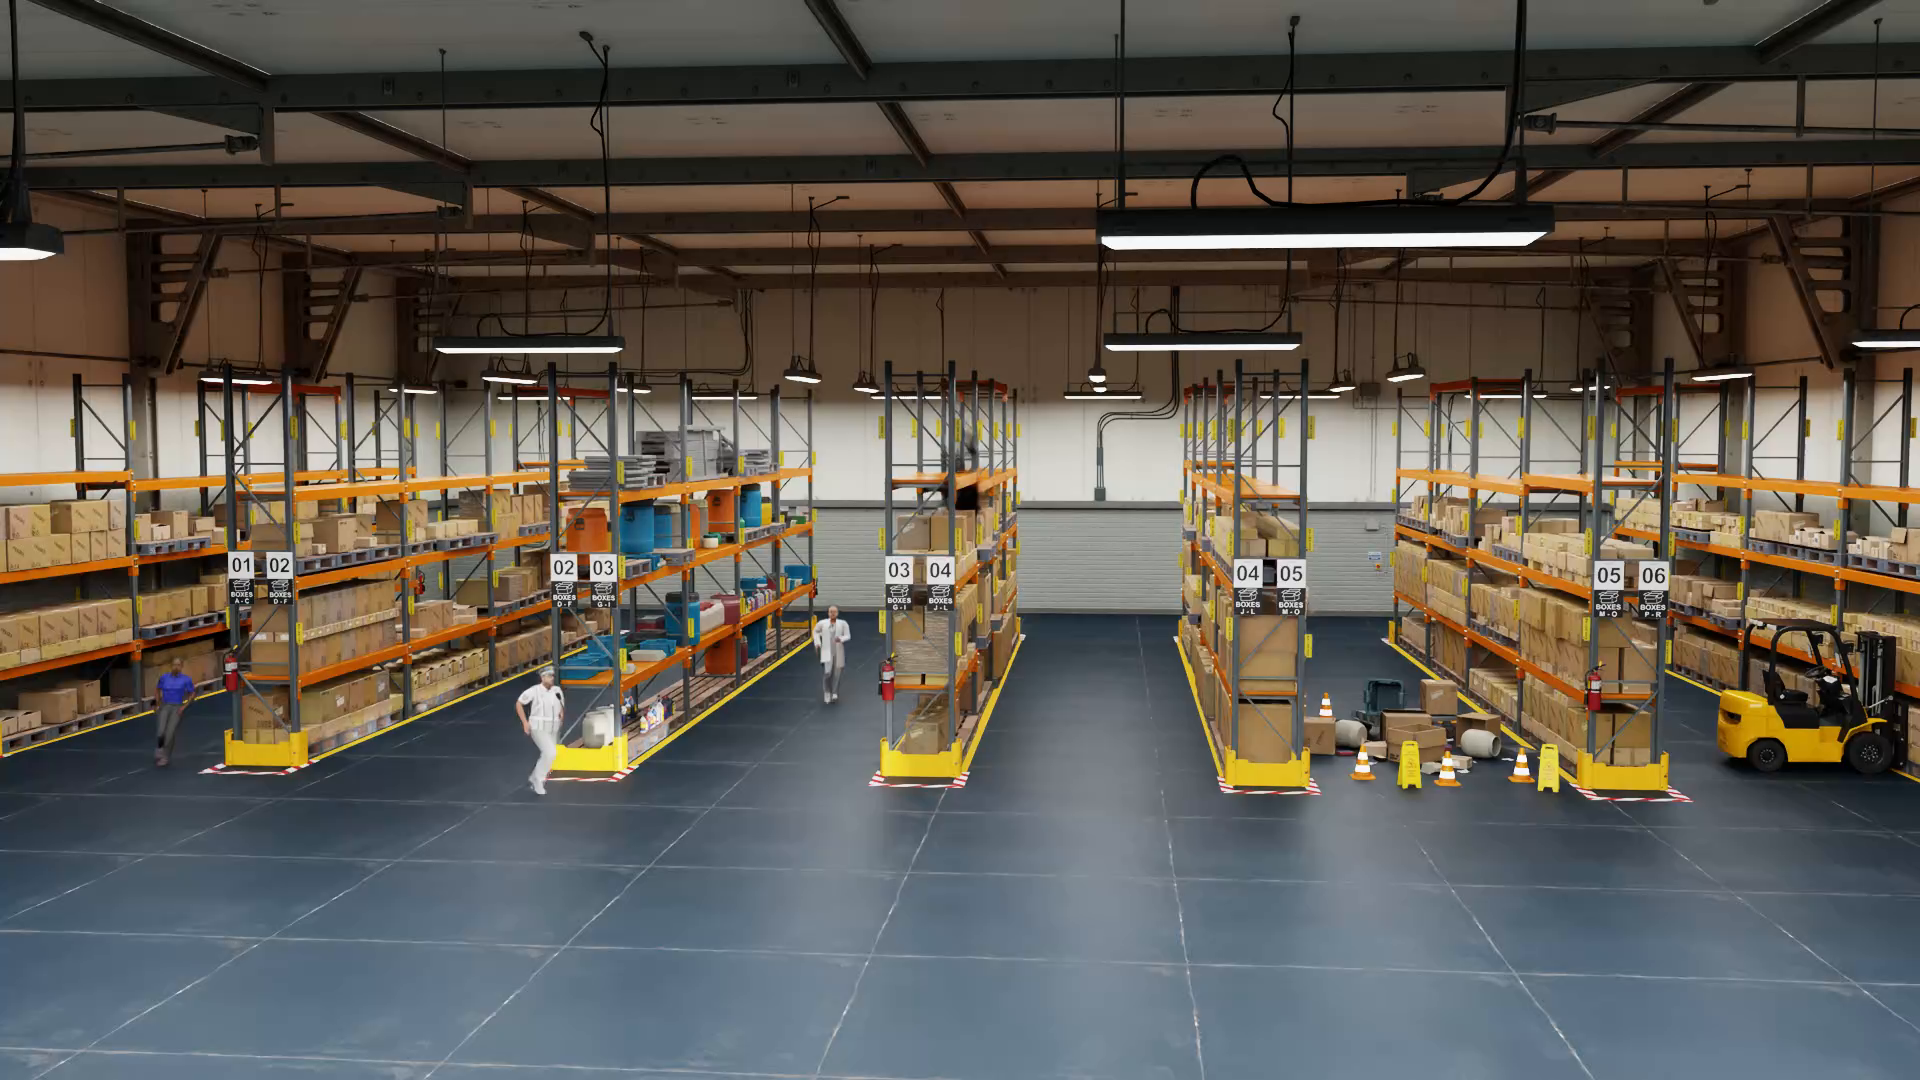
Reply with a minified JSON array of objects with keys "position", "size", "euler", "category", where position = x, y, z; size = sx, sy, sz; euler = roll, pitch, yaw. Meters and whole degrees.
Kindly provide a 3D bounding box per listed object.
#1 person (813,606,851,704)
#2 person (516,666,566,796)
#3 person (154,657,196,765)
[{"position":[-2.346,2.110,30.574],"size":[0.675,1.790,0.762],"euler":[-1,4,-10],"category":"person"},{"position":[-5.700,2.614,22.960],"size":[0.611,1.759,0.646],"euler":[3,5,38],"category":"person"},{"position":[-11.832,2.569,25.005],"size":[0.647,1.587,0.529],"euler":[-1,4,-13],"category":"person"}]
